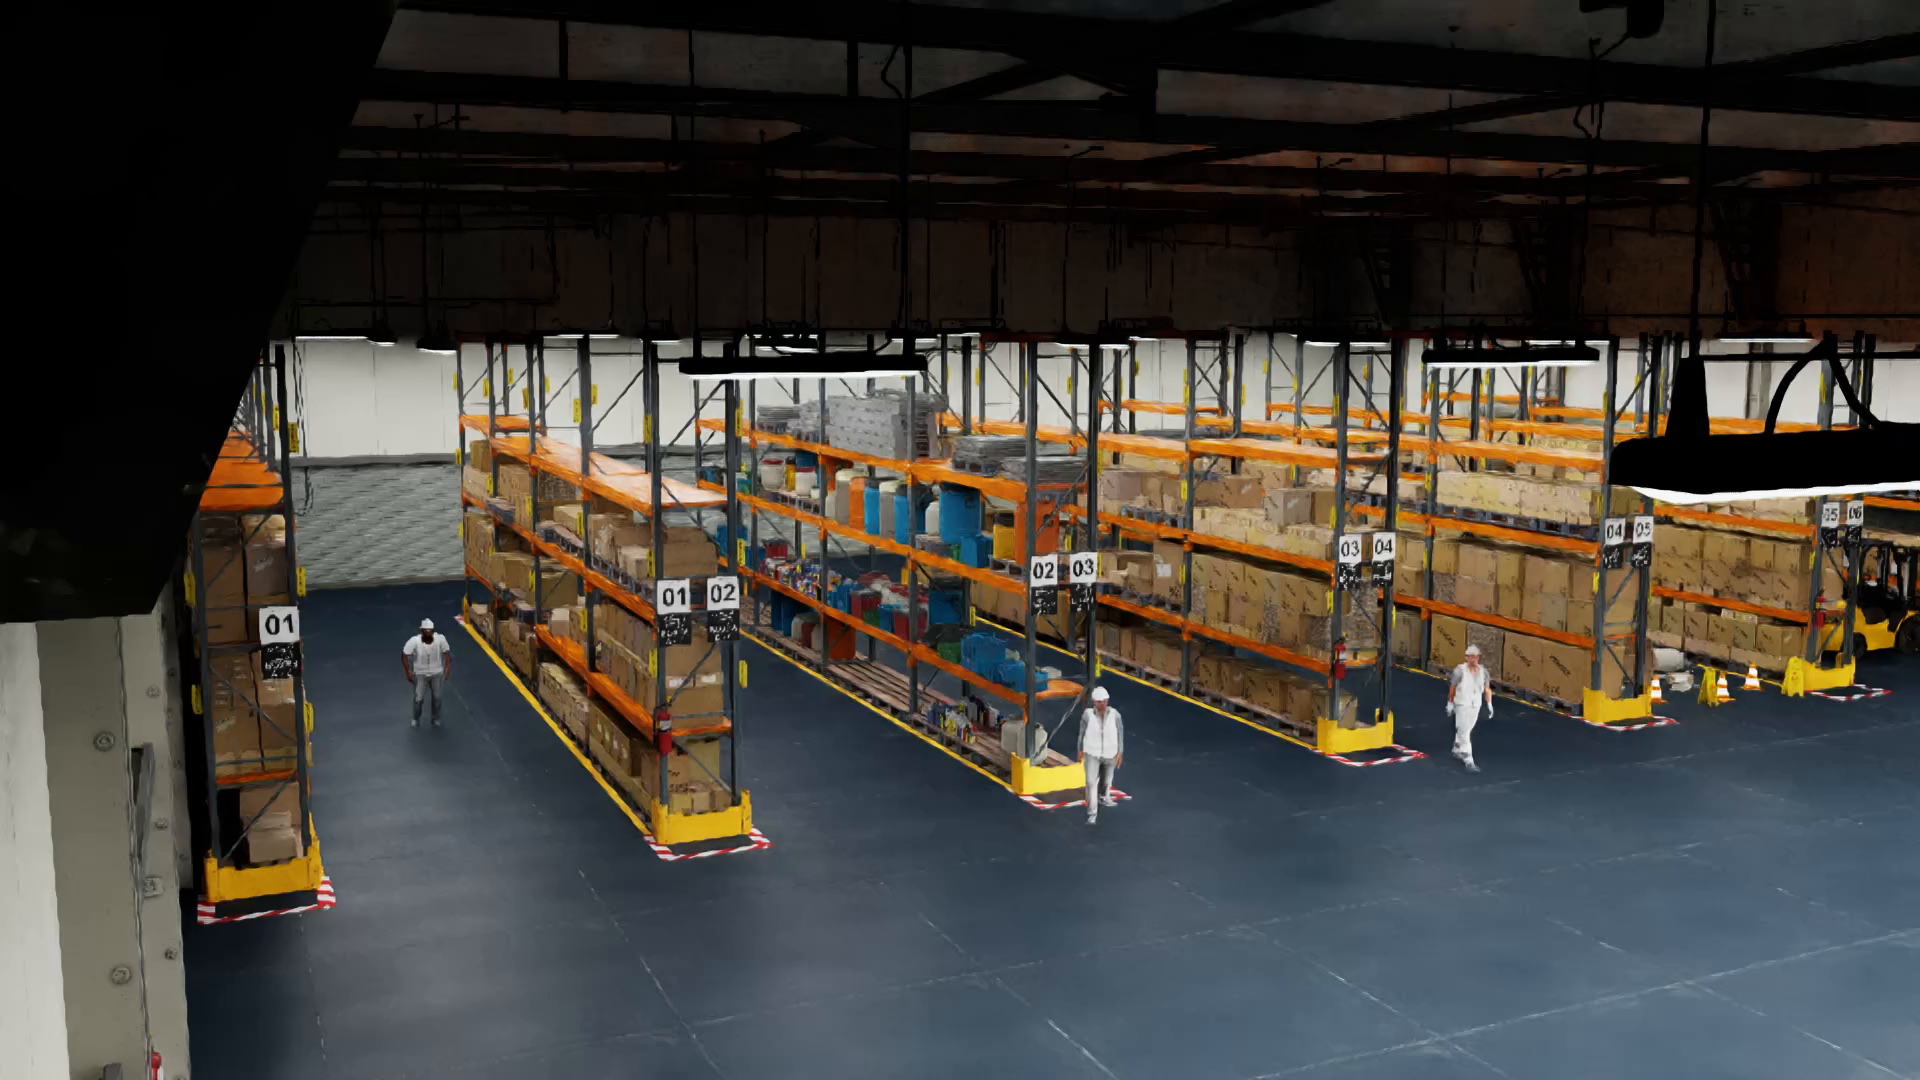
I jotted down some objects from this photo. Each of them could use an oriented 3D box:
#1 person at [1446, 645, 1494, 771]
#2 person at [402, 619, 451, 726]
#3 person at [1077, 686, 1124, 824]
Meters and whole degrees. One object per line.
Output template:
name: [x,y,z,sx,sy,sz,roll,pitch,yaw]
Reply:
person: [7.177,2.322,23.337,0.535,1.725,1.024,-2,8,-15]
person: [-8.209,2.045,25.627,0.719,1.714,0.578,-4,9,-27]
person: [1.774,2.665,20.998,0.570,1.722,0.955,-1,8,-4]
